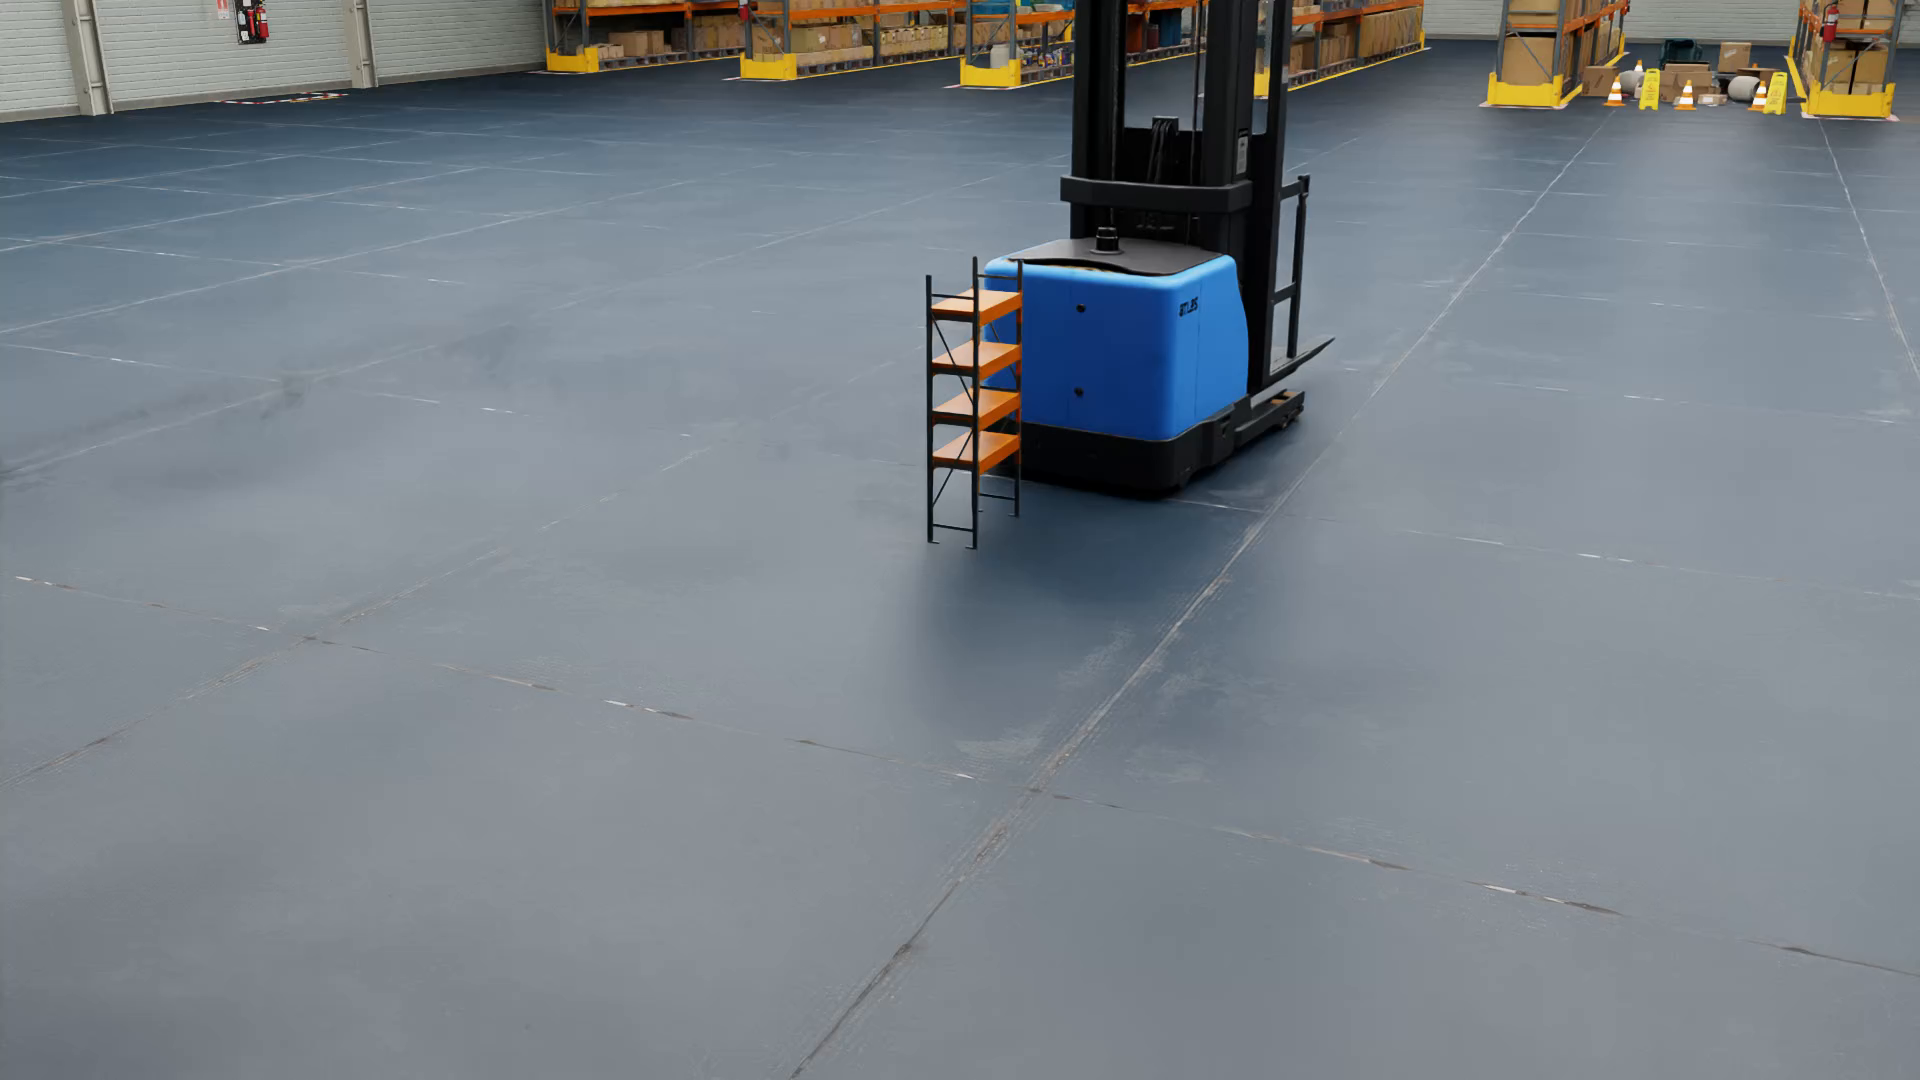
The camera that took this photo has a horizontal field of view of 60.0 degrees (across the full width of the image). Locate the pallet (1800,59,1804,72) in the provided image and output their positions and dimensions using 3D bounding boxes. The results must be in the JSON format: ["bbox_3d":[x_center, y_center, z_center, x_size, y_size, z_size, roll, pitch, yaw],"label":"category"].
[{"bbox_3d":[18.826,-10.297,36.106,1.003,0.211,1.213,9,21,23],"label":"pallet"}]

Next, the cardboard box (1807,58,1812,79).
[{"bbox_3d":[16.301,-8.752,30.896,0.950,0.372,0.625,10,22,26],"label":"cardboard box"}]

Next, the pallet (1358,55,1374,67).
[{"bbox_3d":[8.786,-10.910,37.833,1.003,0.211,1.213,9,21,23],"label":"pallet"}]

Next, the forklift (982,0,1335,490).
[{"bbox_3d":[1.285,-2.066,8.903,1.130,2.935,3.031,11,22,29],"label":"forklift"}]

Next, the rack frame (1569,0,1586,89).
[{"bbox_3d":[11.240,-10.059,31.278,1.000,3.000,0.127,9,21,23],"label":"rack frame"}]

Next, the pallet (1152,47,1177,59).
[{"bbox_3d":[4.661,-11.978,40.834,1.003,0.211,1.213,9,21,23],"label":"pallet"}]

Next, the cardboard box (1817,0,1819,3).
[{"bbox_3d":[16.700,-10.399,31.981,0.380,0.149,0.250,9,21,23],"label":"cardboard box"}]

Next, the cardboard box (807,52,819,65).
[{"bbox_3d":[-3.294,-10.098,34.862,0.500,0.250,0.500,9,21,23],"label":"cardboard box"}]

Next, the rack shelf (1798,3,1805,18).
[{"bbox_3d":[19.892,-12.129,38.171,1.077,0.370,4.000,9,21,23],"label":"rack shelf"}]

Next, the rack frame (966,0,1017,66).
[{"bbox_3d":[0.599,-10.228,31.751,1.000,3.000,0.127,9,21,23],"label":"rack frame"}]

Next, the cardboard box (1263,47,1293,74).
[{"bbox_3d":[6.145,-9.297,32.239,0.500,0.500,0.500,7,21,18],"label":"cardboard box"}]

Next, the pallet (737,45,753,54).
[{"bbox_3d":[-5.484,-12.480,42.246,1.003,0.211,1.213,9,21,23],"label":"pallet"}]

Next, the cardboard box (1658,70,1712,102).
[{"bbox_3d":[12.569,-7.896,28.922,0.797,0.503,0.637,-5,20,-15],"label":"cardboard box"}]

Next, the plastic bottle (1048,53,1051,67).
[{"bbox_3d":[1.807,-9.796,33.953,0.097,0.271,0.097,0,20,0],"label":"plastic bottle"}]

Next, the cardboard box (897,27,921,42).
[{"bbox_3d":[-1.255,-11.860,38.981,0.500,0.311,0.500,9,22,24],"label":"cardboard box"}]

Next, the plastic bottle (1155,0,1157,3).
[{"bbox_3d":[4.633,-12.882,39.390,0.061,0.283,0.133,9,21,23],"label":"plastic bottle"}]

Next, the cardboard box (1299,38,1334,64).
[{"bbox_3d":[7.468,-10.299,35.027,0.700,0.500,0.500,7,21,18],"label":"cardboard box"}]

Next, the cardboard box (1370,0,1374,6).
[{"bbox_3d":[9.050,-12.310,37.457,0.500,0.500,0.500,8,21,21],"label":"cardboard box"}]

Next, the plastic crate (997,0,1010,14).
[{"bbox_3d":[0.802,-10.549,32.878,0.499,0.251,0.408,9,21,23],"label":"plastic crate"}]

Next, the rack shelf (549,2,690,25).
[{"bbox_3d":[-7.620,-11.859,37.413,1.077,0.370,4.000,9,21,23],"label":"rack shelf"}]

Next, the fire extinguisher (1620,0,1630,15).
[{"bbox_3d":[16.678,-13.529,41.707,0.296,0.674,0.183,9,21,23],"label":"fire extinguisher"}]

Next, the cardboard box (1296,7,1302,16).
[{"bbox_3d":[6.308,-10.090,31.739,0.380,0.149,0.250,9,21,23],"label":"cardboard box"}]

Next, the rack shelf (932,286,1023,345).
[{"bbox_3d":[0.068,-0.986,7.278,0.258,0.148,0.480,9,21,23],"label":"rack shelf"}]

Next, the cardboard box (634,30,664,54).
[{"bbox_3d":[-7.190,-11.517,38.449,0.500,0.500,0.500,7,21,19],"label":"cardboard box"}]

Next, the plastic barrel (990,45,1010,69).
[{"bbox_3d":[0.799,-9.465,32.693,0.421,0.512,0.421,0,20,0],"label":"plastic barrel"}]

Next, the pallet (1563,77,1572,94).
[{"bbox_3d":[10.857,-8.524,31.122,1.003,0.211,1.213,9,21,23],"label":"pallet"}]

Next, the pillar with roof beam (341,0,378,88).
[{"bbox_3d":[-7.471,-12.321,28.685,9.100,9.000,0.400,9,21,23],"label":"pillar with roof beam"}]

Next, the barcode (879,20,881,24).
[{"bbox_3d":[-1.796,-11.634,37.347,0.001,0.075,0.075,9,21,23],"label":"barcode"}]

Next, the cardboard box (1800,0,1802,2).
[{"bbox_3d":[20.252,-13.019,39.451,0.500,0.500,0.500,8,21,22],"label":"cardboard box"}]

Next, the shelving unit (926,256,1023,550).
[{"bbox_3d":[0.068,-0.616,7.410,0.258,1.200,0.503,9,21,23],"label":"shelving unit"}]

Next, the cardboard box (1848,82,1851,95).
[{"bbox_3d":[14.958,-7.454,27.429,0.500,0.250,0.500,9,22,25],"label":"cardboard box"}]

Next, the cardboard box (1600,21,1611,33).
[{"bbox_3d":[14.441,-11.616,37.639,0.500,0.250,0.500,8,21,21],"label":"cardboard box"}]

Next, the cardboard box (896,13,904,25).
[{"bbox_3d":[-2.082,-15.271,49.035,0.700,0.500,0.500,9,21,23],"label":"cardboard box"}]

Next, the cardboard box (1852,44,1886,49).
[{"bbox_3d":[15.385,-8.137,28.231,0.500,0.500,0.500,10,22,26],"label":"cardboard box"}]

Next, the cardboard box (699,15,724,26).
[{"bbox_3d":[-6.128,-12.715,40.699,0.500,0.250,0.500,8,21,21],"label":"cardboard box"}]

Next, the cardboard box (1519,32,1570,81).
[{"bbox_3d":[10.553,-8.797,30.274,0.875,0.875,0.875,9,21,23],"label":"cardboard box"}]

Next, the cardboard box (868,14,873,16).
[{"bbox_3d":[-2.605,-15.035,47.404,0.380,0.149,0.250,8,21,21],"label":"cardboard box"}]

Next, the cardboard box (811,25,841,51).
[{"bbox_3d":[-2.879,-10.756,35.594,0.500,0.500,0.500,9,21,23],"label":"cardboard box"}]

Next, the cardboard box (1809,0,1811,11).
[{"bbox_3d":[17.600,-10.912,33.898,0.500,0.250,0.500,9,21,24],"label":"cardboard box"}]

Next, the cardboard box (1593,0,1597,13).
[{"bbox_3d":[12.322,-10.692,32.909,0.500,0.500,0.500,9,21,24],"label":"cardboard box"}]

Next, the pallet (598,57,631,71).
[{"bbox_3d":[-8.043,-10.540,36.791,1.003,0.211,1.213,9,21,23],"label":"pallet"}]

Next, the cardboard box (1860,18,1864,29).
[{"bbox_3d":[14.577,-8.225,26.493,0.380,0.149,0.250,9,21,24],"label":"cardboard box"}]

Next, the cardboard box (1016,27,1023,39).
[{"bbox_3d":[1.365,-13.616,44.634,0.500,0.311,0.500,9,21,23],"label":"cardboard box"}]

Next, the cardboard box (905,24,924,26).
[{"bbox_3d":[-1.125,-12.401,40.502,0.500,0.311,0.500,9,22,25],"label":"cardboard box"}]

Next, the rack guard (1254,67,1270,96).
[{"bbox_3d":[5.149,-8.394,30.324,1.175,0.500,0.348,9,21,23],"label":"rack guard"}]

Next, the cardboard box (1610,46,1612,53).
[{"bbox_3d":[15.067,-11.508,38.979,0.380,0.149,0.250,9,22,24],"label":"cardboard box"}]
